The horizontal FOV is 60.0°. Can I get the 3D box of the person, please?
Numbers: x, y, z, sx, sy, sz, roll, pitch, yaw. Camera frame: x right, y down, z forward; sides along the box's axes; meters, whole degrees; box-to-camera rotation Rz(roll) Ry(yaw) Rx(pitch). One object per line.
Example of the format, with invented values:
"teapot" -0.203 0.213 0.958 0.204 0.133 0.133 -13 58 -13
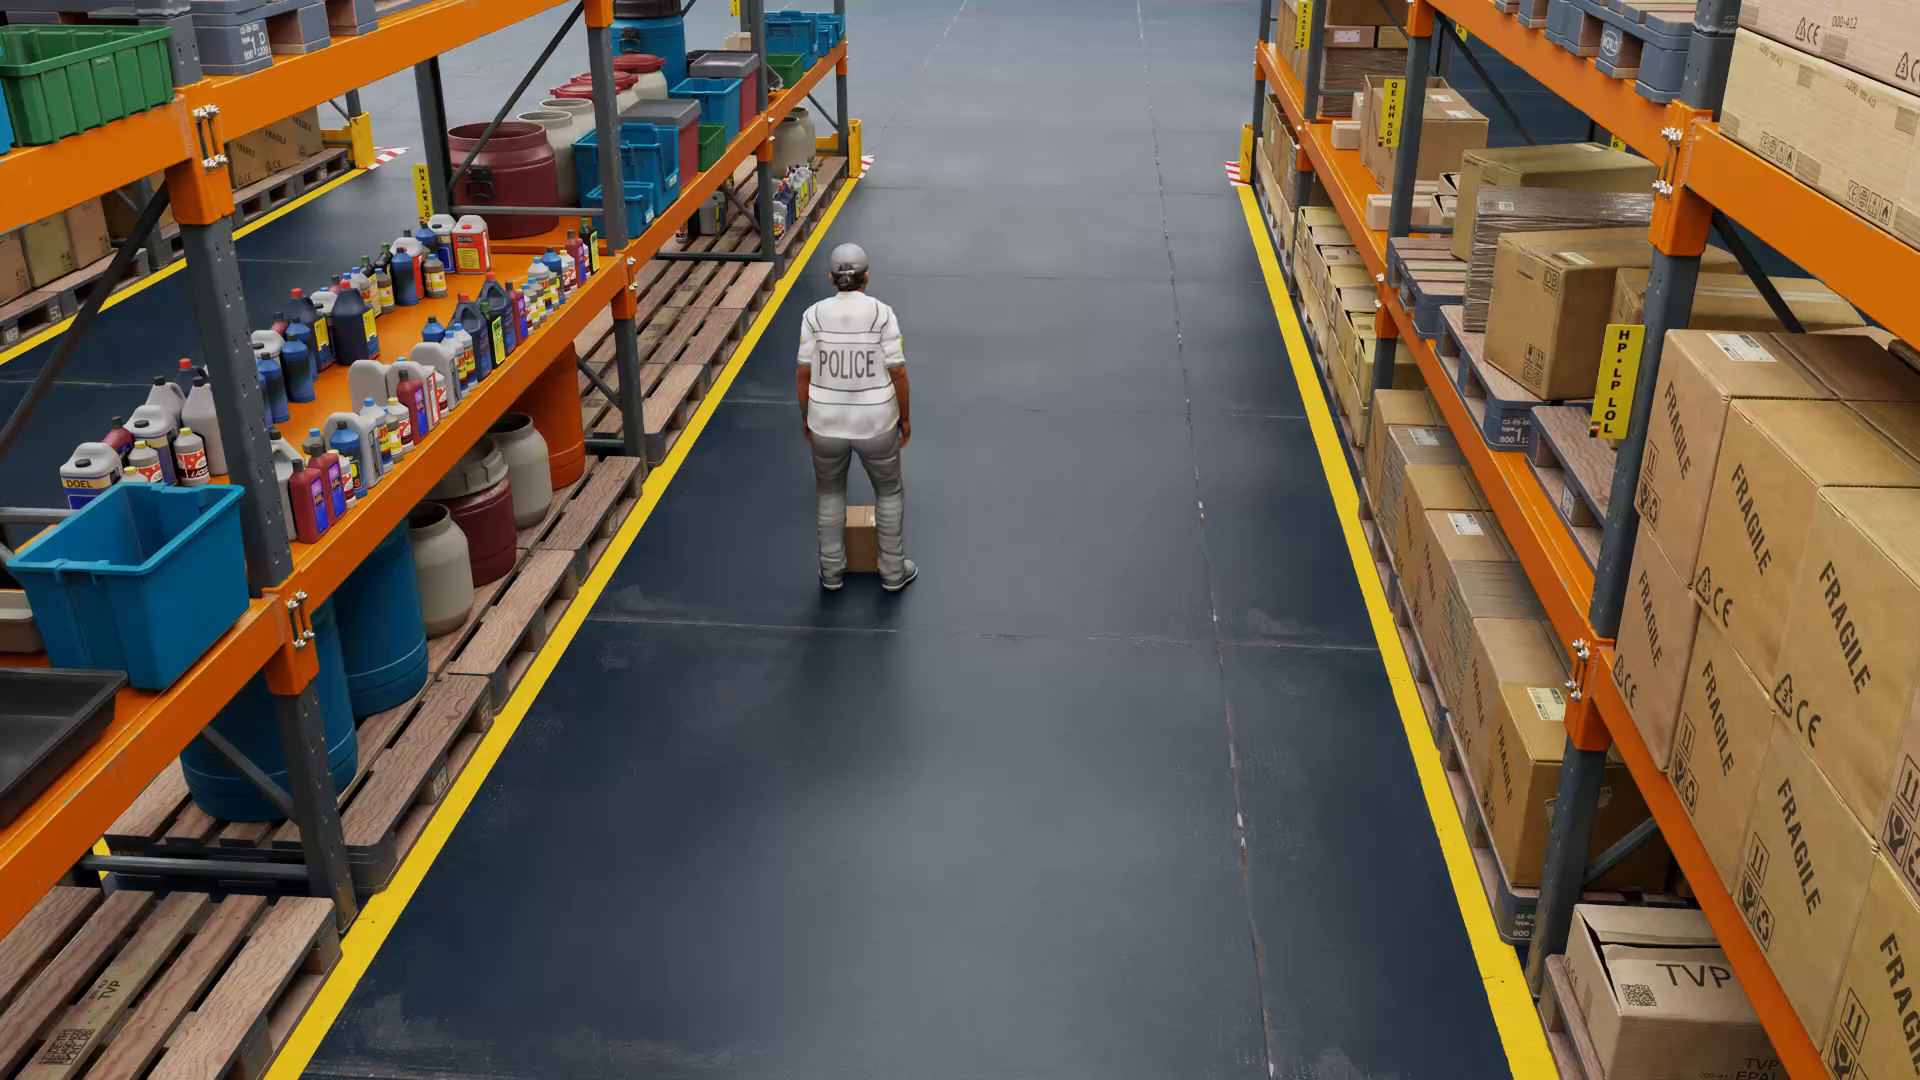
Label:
"person" -0.484 -0.558 7.811 0.537 1.666 0.455 2 25 4
